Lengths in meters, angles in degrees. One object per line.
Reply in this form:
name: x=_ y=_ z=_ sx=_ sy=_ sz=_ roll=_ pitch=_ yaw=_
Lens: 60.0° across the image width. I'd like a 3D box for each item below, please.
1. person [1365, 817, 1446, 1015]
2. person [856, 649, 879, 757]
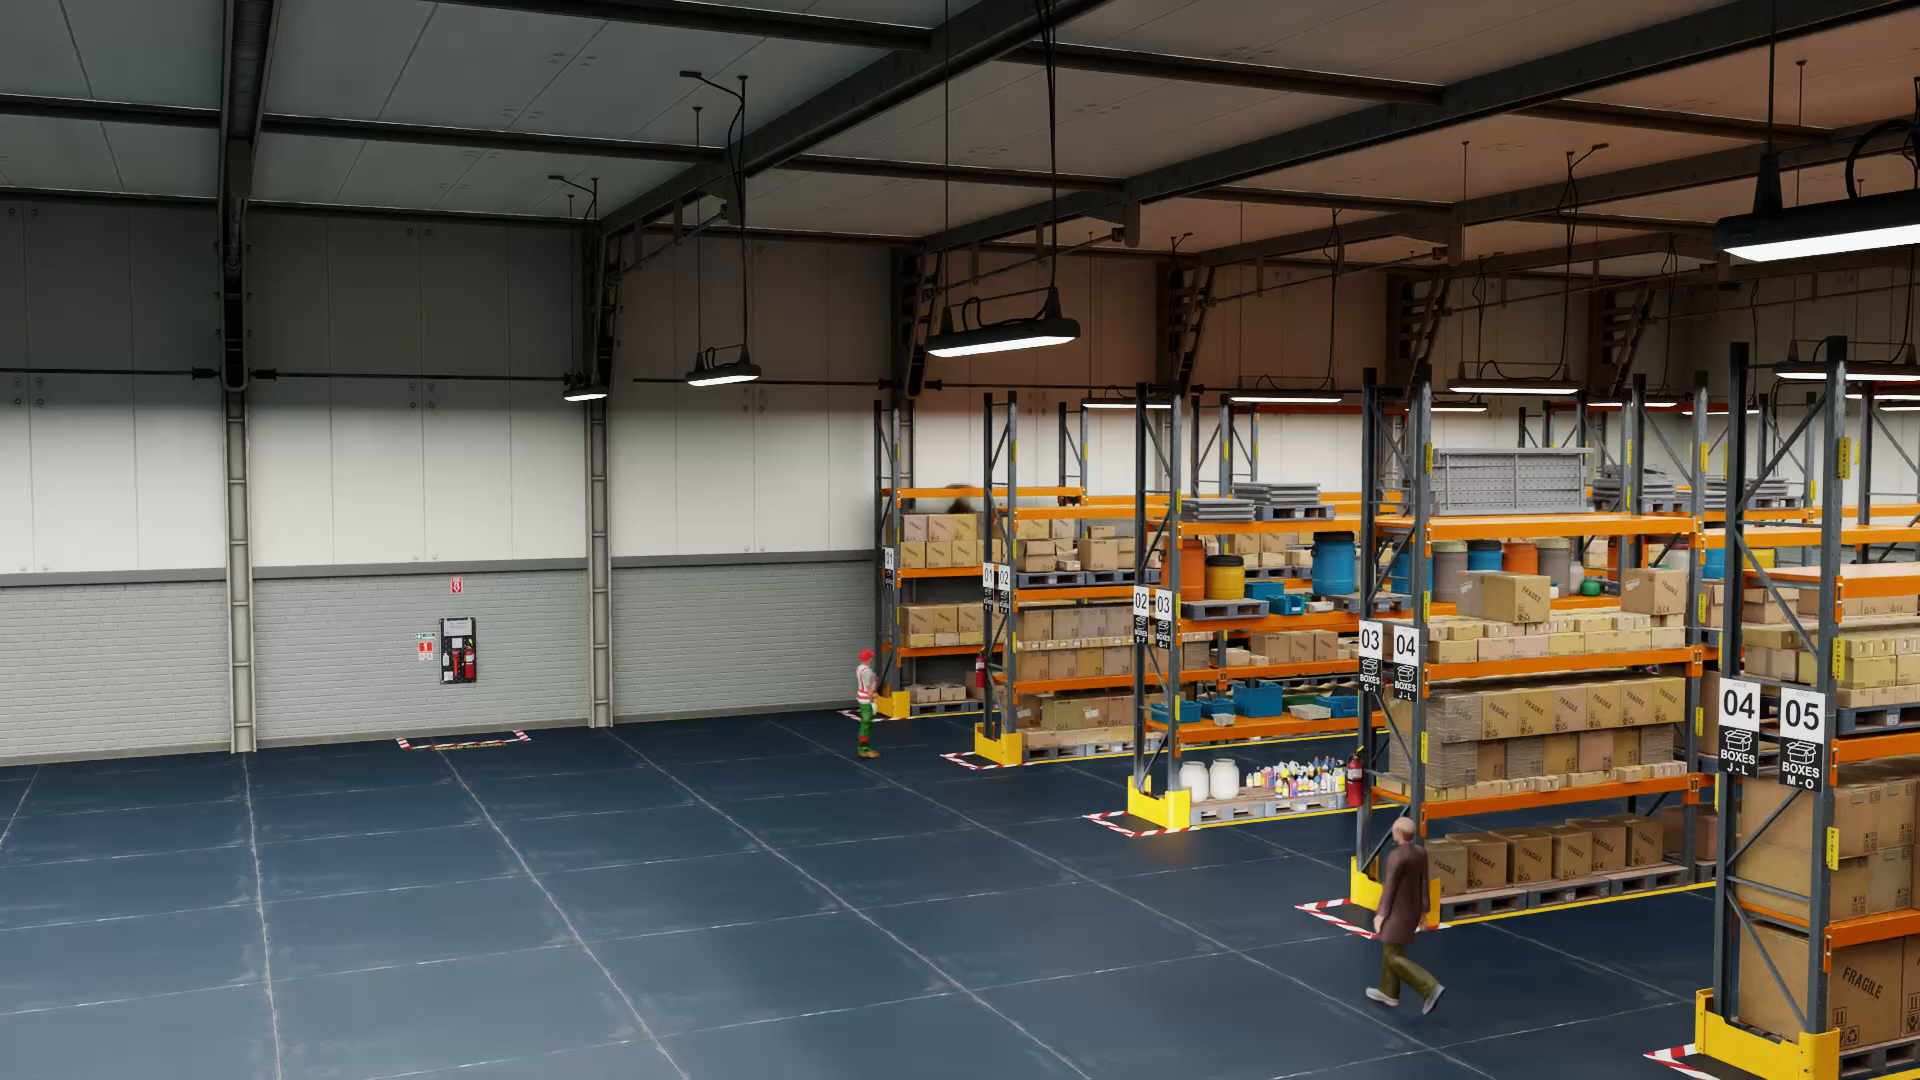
person: x=4.042 y=3.397 z=15.083 sx=0.909 sy=1.764 sz=0.580 roll=3 pitch=5 yaw=42
person: x=-1.515 y=2.670 z=27.322 sx=0.370 sy=1.788 sz=0.583 roll=0 pitch=3 yaw=-4
